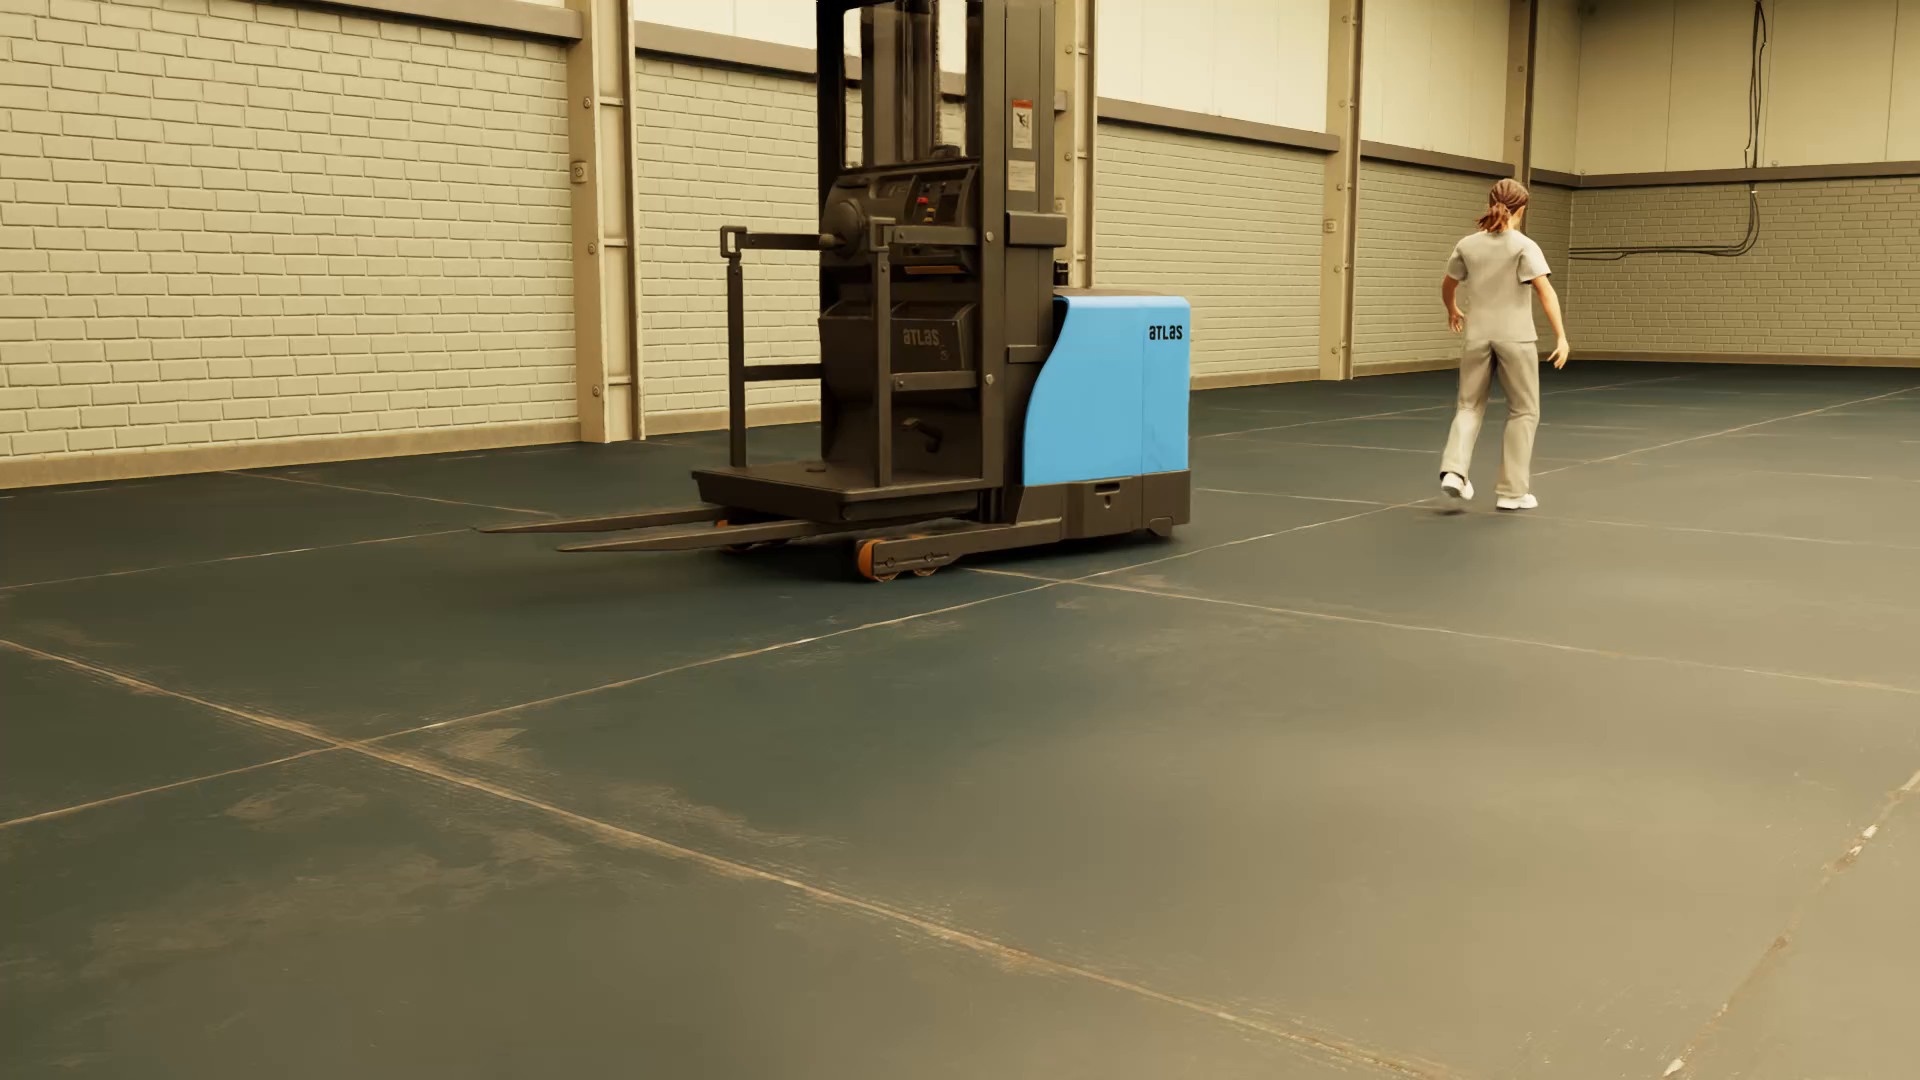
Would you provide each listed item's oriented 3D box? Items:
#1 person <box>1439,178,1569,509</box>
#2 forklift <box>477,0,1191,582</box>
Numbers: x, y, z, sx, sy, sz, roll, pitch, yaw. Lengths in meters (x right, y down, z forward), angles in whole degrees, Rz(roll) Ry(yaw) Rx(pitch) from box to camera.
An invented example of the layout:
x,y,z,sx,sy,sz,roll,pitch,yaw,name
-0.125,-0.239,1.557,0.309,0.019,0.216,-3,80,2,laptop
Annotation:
x,y,z,sx,sy,sz,roll,pitch,yaw,name
2.714,-0.972,8.352,0.780,1.657,0.689,7,11,39,person
-0.416,-1.374,6.673,3.031,2.935,1.130,-7,11,-40,forklift
